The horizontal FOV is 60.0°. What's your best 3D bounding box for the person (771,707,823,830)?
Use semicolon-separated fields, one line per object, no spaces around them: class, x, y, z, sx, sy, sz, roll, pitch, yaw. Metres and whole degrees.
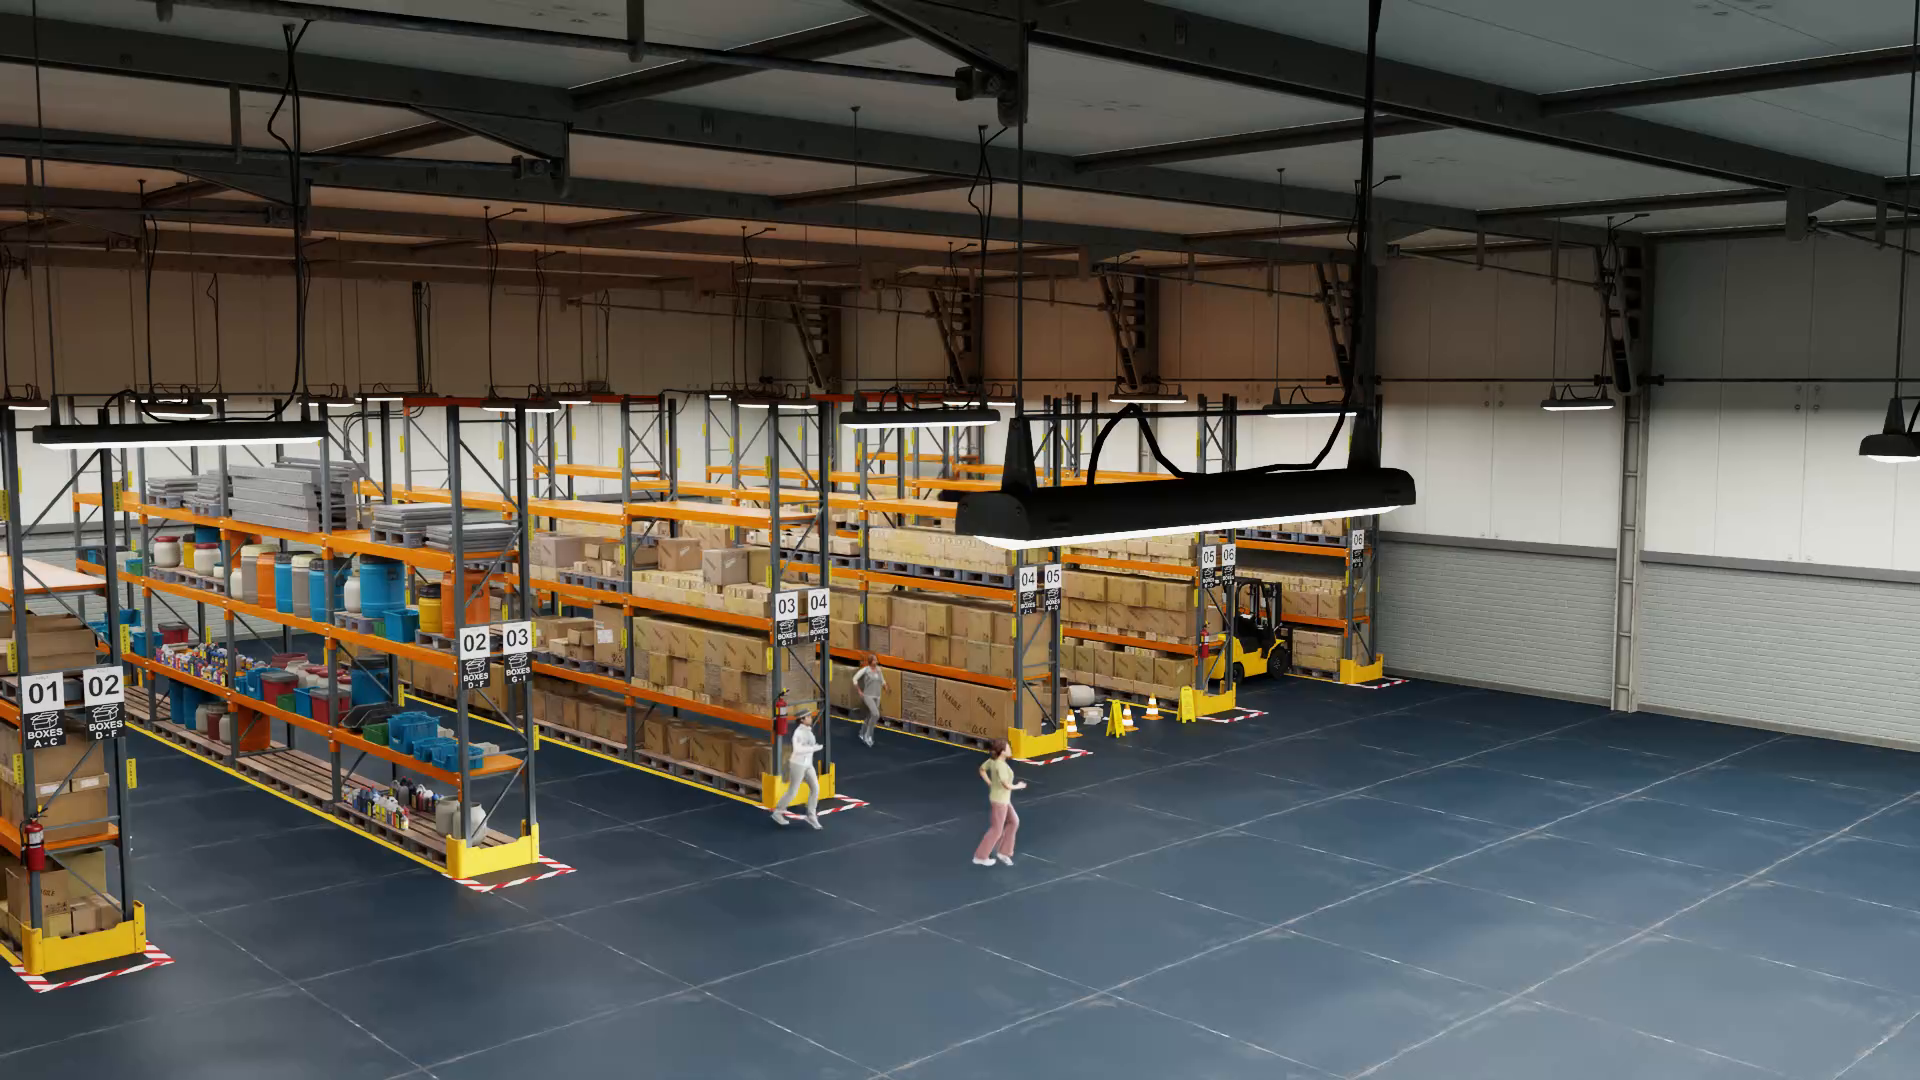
person;-2.272;3.223;23.541;0.736;1.742;0.615;1;6;14

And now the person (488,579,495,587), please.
person;-11.242;1.684;39.026;0.761;1.745;0.981;2;6;18

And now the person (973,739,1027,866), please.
person;0.506;3.436;21.537;0.711;1.736;0.597;-1;6;-9

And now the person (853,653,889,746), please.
person;-1.515;2.761;28.828;0.676;1.608;0.529;5;8;45
